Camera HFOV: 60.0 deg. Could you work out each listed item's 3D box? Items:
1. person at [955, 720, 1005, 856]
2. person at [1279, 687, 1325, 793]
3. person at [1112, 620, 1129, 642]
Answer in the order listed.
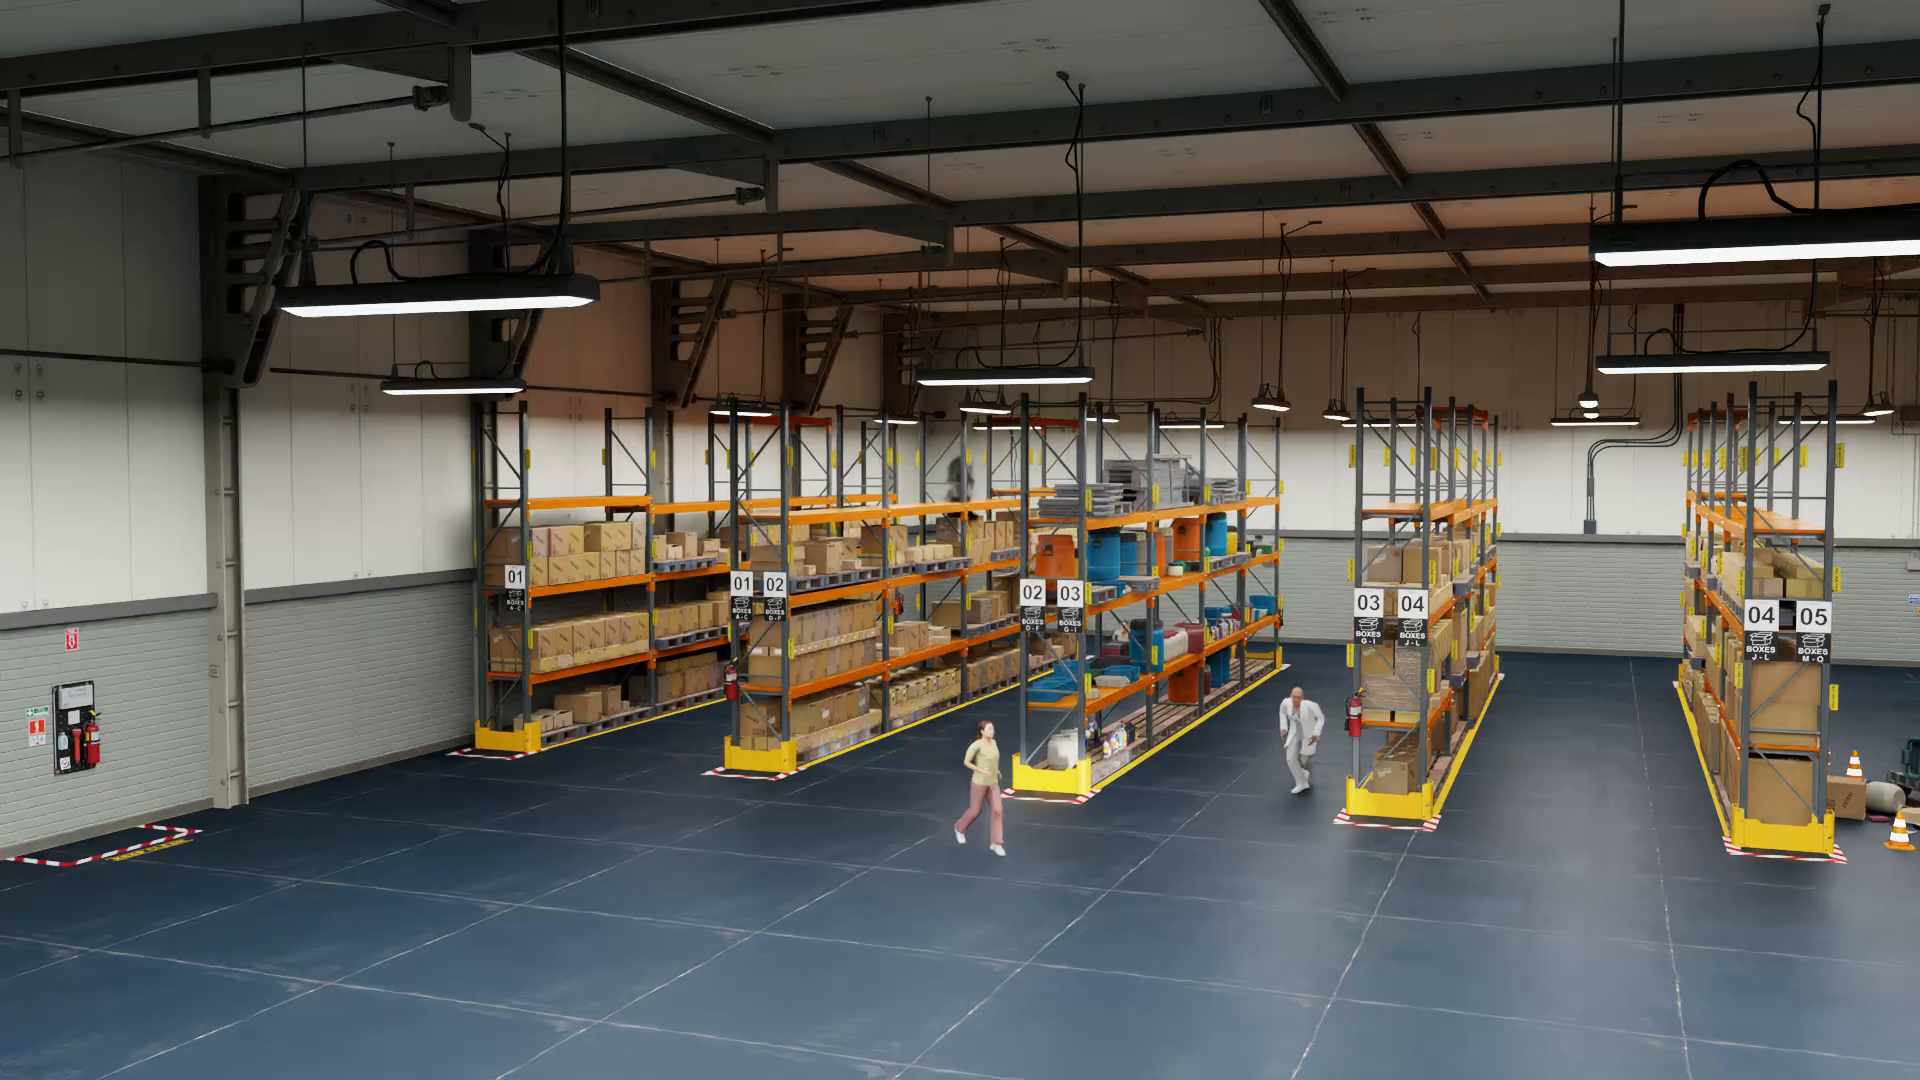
[{"bbox_3d":[0.327,3.129,21.223,0.616,1.653,0.966,-2,3,-37],"label":"person"},{"bbox_3d":[5.217,2.990,25.189,0.716,1.626,1.063,1,3,28],"label":"person"},{"bbox_3d":[3.523,2.493,35.560,0.554,1.600,0.703,1,3,13],"label":"person"}]
